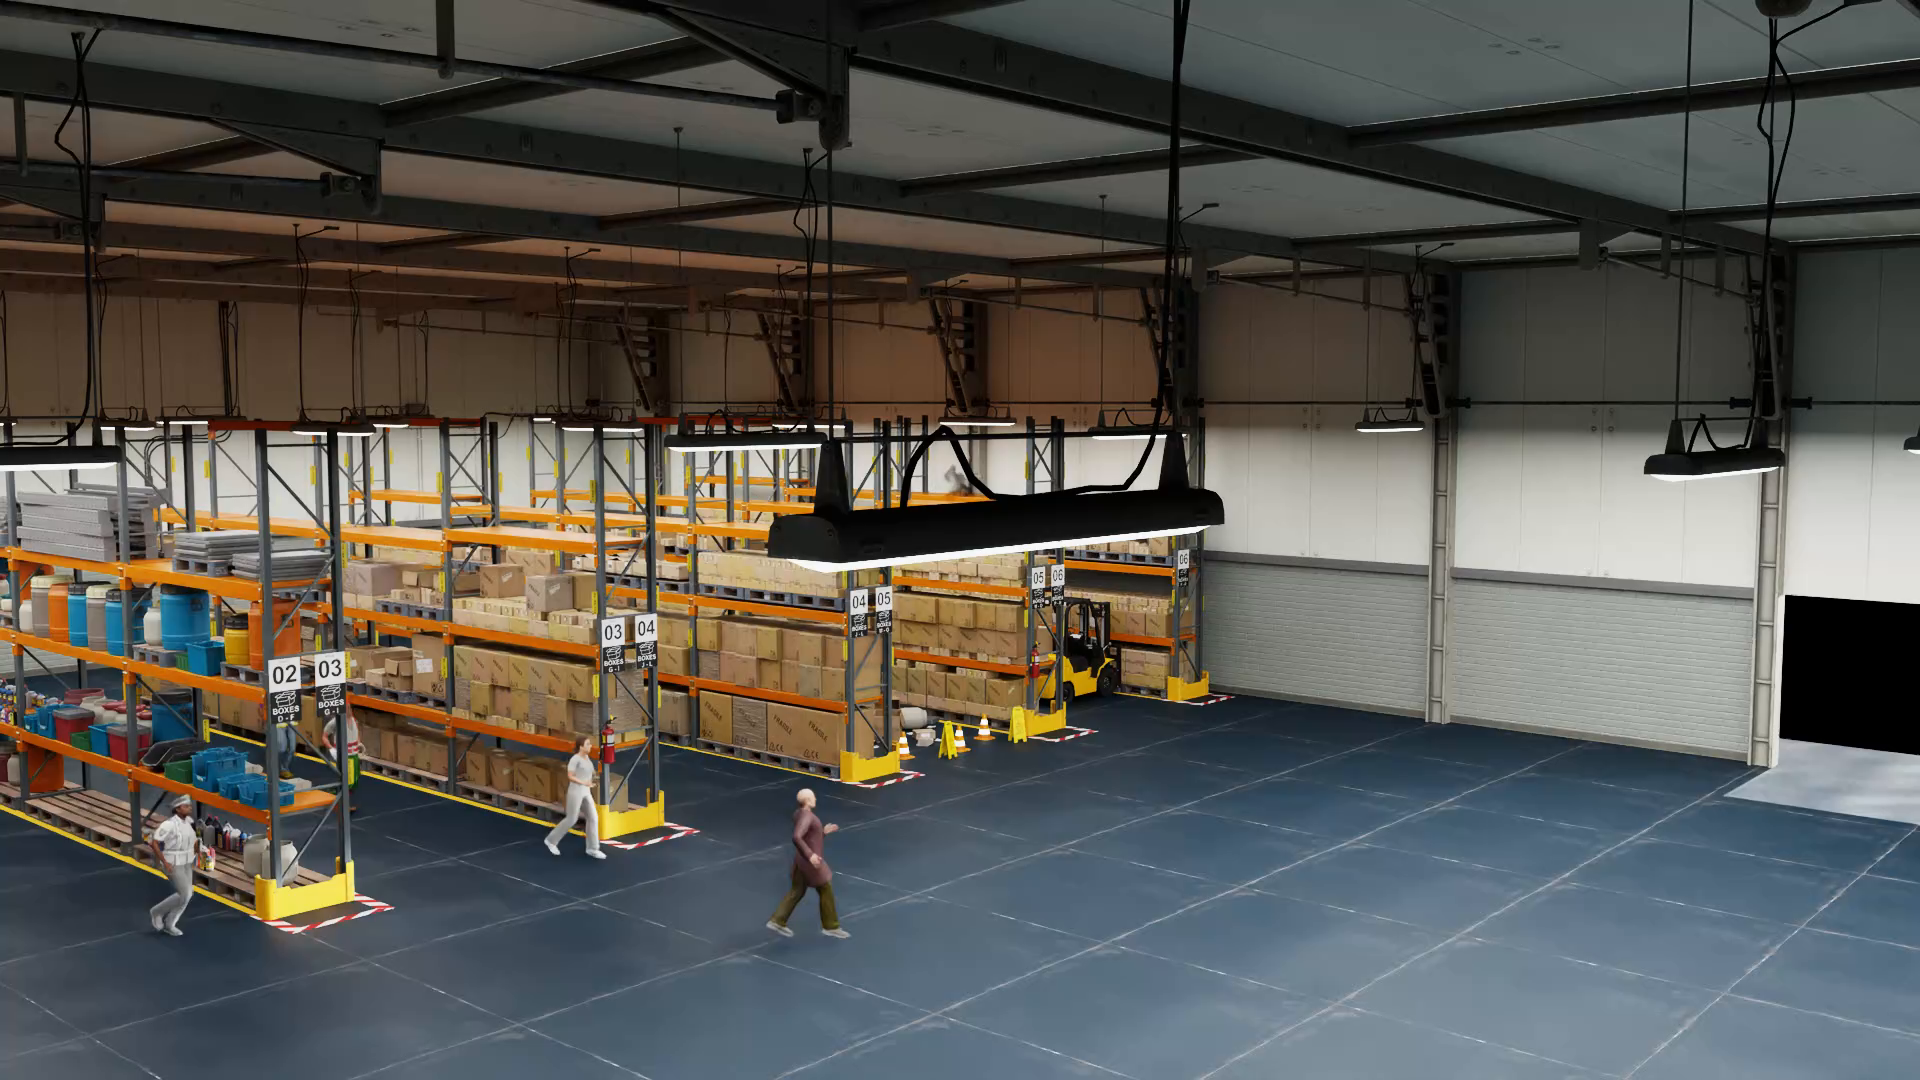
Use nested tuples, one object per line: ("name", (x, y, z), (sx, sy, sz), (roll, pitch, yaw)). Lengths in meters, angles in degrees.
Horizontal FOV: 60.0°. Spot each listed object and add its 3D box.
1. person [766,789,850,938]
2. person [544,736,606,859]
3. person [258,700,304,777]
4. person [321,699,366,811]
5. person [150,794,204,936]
("person", (-1.783, 3.803, 19.453), (0.996, 1.806, 0.688), (-2, 5, -27))
("person", (-5.318, 3.573, 23.236), (0.876, 1.693, 0.610), (1, 5, 17))
("person", (-11.401, 3.144, 28.043), (0.730, 1.726, 0.594), (-5, 7, -44))
("person", (-9.492, 3.321, 25.695), (0.531, 1.746, 0.648), (2, 5, 27))
("person", (-9.321, 3.871, 19.885), (0.528, 1.656, 0.588), (1, 5, 13))
